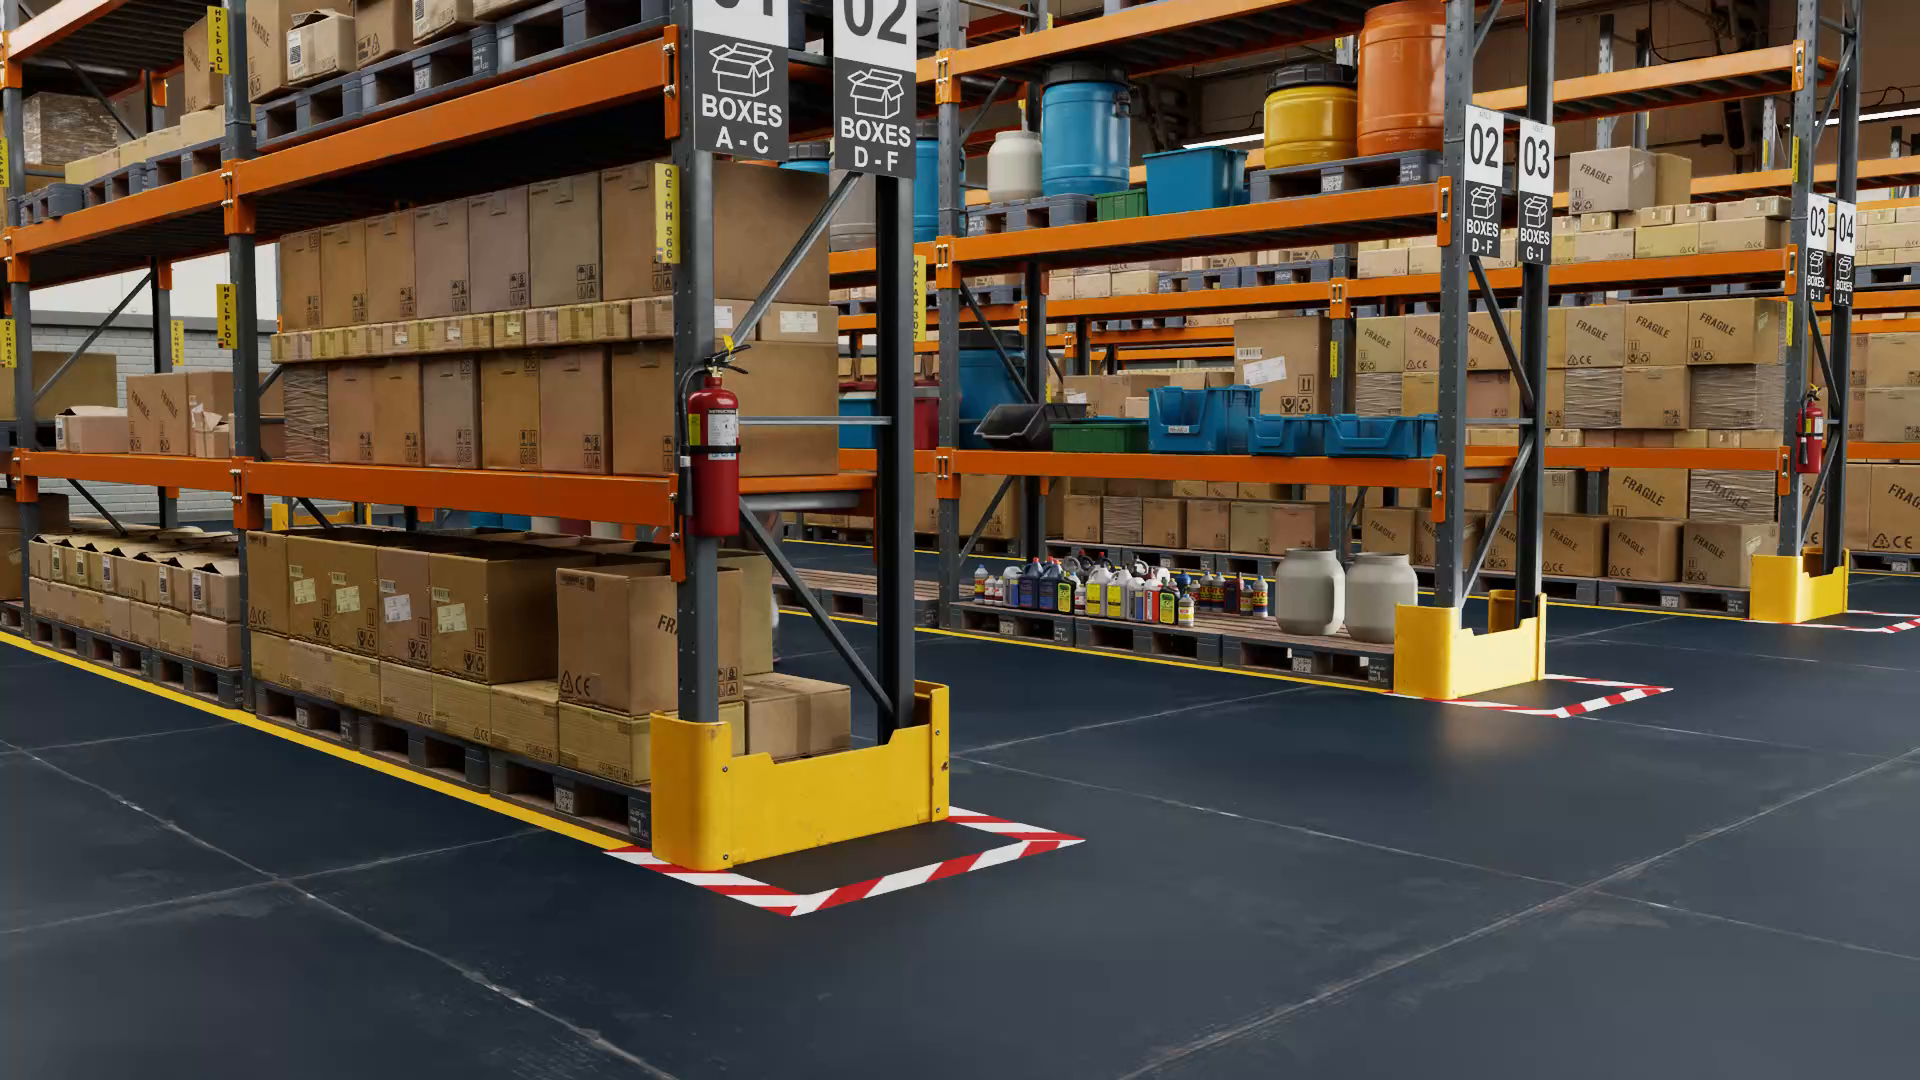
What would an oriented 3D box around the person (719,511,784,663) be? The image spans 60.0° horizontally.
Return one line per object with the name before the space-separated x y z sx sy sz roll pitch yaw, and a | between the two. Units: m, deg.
person | -1.301 -0.049 10.365 0.500 1.642 0.344 4 6 44
